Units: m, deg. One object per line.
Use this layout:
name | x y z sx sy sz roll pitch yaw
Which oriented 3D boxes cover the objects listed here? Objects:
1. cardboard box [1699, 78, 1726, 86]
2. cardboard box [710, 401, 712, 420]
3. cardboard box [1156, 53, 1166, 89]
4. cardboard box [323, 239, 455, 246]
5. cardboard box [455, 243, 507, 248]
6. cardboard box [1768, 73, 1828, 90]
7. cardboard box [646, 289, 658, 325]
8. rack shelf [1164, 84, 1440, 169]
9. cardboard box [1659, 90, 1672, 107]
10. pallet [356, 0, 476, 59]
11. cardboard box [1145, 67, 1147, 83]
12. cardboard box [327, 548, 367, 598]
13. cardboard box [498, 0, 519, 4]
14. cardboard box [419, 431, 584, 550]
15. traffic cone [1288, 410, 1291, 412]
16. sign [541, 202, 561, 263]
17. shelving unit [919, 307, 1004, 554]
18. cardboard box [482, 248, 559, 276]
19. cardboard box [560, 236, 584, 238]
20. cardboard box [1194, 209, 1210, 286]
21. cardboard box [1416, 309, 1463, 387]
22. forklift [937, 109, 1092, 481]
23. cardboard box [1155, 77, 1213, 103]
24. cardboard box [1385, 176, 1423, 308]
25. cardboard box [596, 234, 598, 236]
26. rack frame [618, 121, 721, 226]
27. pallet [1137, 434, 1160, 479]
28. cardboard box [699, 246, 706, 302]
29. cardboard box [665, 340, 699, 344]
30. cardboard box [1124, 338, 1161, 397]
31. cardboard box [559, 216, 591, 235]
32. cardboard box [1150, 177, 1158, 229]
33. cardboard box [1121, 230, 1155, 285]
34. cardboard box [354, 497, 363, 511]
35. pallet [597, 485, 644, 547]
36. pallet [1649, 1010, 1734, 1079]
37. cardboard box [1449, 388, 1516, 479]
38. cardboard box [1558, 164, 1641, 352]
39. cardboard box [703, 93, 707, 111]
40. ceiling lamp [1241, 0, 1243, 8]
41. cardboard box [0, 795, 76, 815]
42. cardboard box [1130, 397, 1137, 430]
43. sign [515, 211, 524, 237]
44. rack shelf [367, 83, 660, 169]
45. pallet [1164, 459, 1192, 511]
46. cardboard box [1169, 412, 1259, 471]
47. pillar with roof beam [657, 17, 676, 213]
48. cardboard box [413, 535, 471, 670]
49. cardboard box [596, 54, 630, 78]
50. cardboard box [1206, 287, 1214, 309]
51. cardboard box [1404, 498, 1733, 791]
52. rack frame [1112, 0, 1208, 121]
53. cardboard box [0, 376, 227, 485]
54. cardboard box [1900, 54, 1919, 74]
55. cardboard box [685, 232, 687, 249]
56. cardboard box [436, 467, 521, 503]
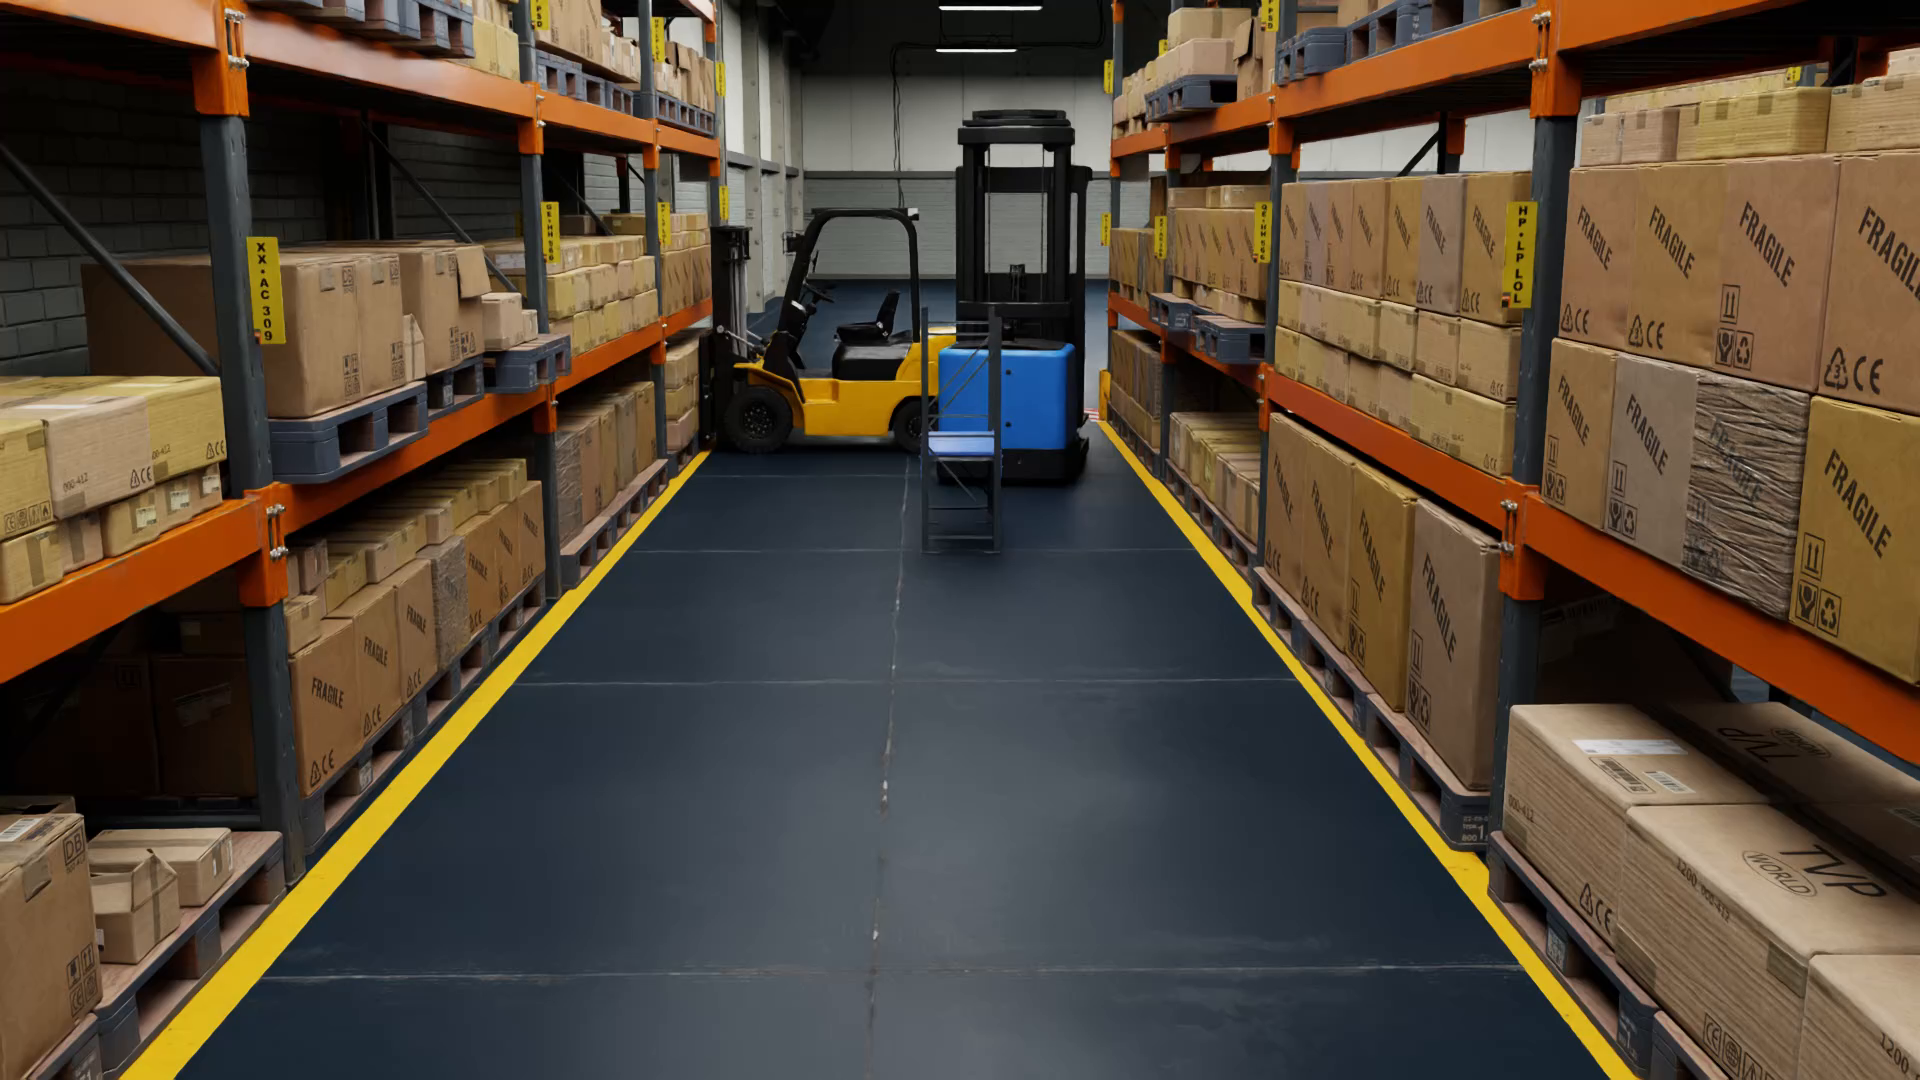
cardboard box | 6.778 -4.084 14.424 0.500 0.250 0.500 0 11 -2
cardboard box | -2.568 -1.189 15.234 0.500 0.250 0.500 0 11 1
cardboard box | 1.728 -3.435 12.221 0.500 0.250 0.500 -1 11 -3
cardboard box | -2.909 -1.286 8.545 0.500 0.500 0.500 0 11 2
cardboard box | -3.036 -1.769 10.350 0.380 0.149 0.250 0 11 -1
cardboard box | 6.736 -3.663 13.352 0.380 0.149 0.250 0 11 -1
cardboard box | -2.574 -1.756 12.549 0.500 0.250 0.500 0 11 0
rack shelf | 2.158 -2.670 10.941 1.077 0.370 4.000 0 11 -1
cardboard box | 6.693 -4.067 15.342 0.380 0.149 0.250 0 11 -2
pallet | -2.649 -2.053 6.561 1.213 0.211 1.003 0 11 -1
cardboard box | 1.797 -4.008 14.351 0.380 0.149 0.250 0 11 0
cardboard box | -2.541 0.130 6.473 0.380 0.149 0.250 0 11 -2
cardboard box | -2.461 -2.804 8.420 0.380 0.149 0.250 0 11 1
cardboard box | -2.763 -0.300 9.909 0.875 0.625 0.625 0 11 1
traffic cone | 3.332 -1.422 16.903 0.336 0.463 0.334 0 11 -1
sign | -2.221 -1.667 9.017 0.100 0.325 0.005 0 11 -1
shelving unit | -0.002 -0.752 10.994 0.538 1.500 1.048 0 11 -1
cardboard box | -2.476 -1.565 9.348 0.380 0.149 0.250 0 11 1
cardboard box | -3.053 -2.225 12.600 0.380 0.149 0.250 0 11 -2
cardboard box | 1.868 -1.956 11.102 0.500 0.500 0.500 -1 11 -3
cardboard box | 2.012 -0.717 6.170 0.500 0.250 0.500 0 11 0
forklift | 0.546 -2.150 14.285 1.130 2.935 3.031 2 12 8
cardboard box | 1.838 -3.579 13.243 0.500 0.250 0.500 0 11 -2
cardboard box | 2.012 -1.190 6.616 0.500 0.500 0.500 0 11 1
cardboard box | -3.150 -2.408 13.503 0.380 0.149 0.250 -1 11 -3
rack frame | -2.929 -2.724 16.942 1.000 3.000 0.127 0 11 -1
pallet | 2.067 -0.717 14.062 1.003 0.211 1.213 0 11 -1
cardboard box | -2.644 -2.471 15.445 0.500 0.500 0.500 0 11 -2
cardboard box | -2.568 -1.680 15.139 0.500 0.250 0.500 0 11 -2
cardboard box | 1.792 -1.601 15.380 0.500 0.500 0.500 0 11 0
cardboard box | -3.155 -2.504 13.226 0.380 0.149 0.250 0 11 -1
cardboard box | 2.263 -3.329 16.411 0.700 0.500 0.500 -1 11 -3
cardboard box | 1.792 -2.641 15.531 0.500 0.500 0.500 0 11 -2
cardboard box | -3.088 -0.171 7.958 0.380 0.149 0.250 -1 11 -4
pallet | -2.764 -0.173 11.381 1.003 0.211 1.213 0 11 -1
pallet | 2.247 1.401 3.621 1.003 0.211 1.213 0 11 -1
cardboard box | 2.020 -0.374 5.738 0.500 0.250 0.500 -1 11 -3
cardboard box | 2.049 -0.803 4.708 0.500 0.500 0.500 0 11 -1
cardboard box | -2.608 -4.162 15.812 0.380 0.149 0.250 -1 11 -3
ceiling lamp | 7.781 -13.628 40.919 2.000 3.185 0.800 0 11 -1
cardboard box | -2.903 0.905 4.758 0.500 0.311 0.500 0 11 1
cardboard box | 1.809 -1.132 14.953 0.500 0.250 0.500 0 11 0
sign | -3.401 -2.389 12.916 0.100 0.325 0.005 0 11 -1
rack shelf | -2.805 -2.649 10.837 1.077 0.370 4.000 0 11 -1
pallet | 2.134 -0.429 12.642 1.003 0.211 1.213 0 11 -1
cardboard box | 2.130 -0.764 12.833 0.950 0.372 0.625 0 11 0
pillar with roof beam | 0.365 -6.732 21.611 9.100 9.000 0.400 0 11 -1
cardboard box | -2.497 0.275 7.389 0.500 0.500 0.500 -1 11 -3
cardboard box | -2.520 -3.313 11.627 0.380 0.149 0.250 0 11 -1
cardboard box | 1.846 -1.610 11.024 0.380 0.149 0.250 -1 11 -3
cardboard box | 2.189 0.353 6.064 0.875 0.875 0.875 0 11 1
rack frame | 2.034 -5.685 16.450 1.000 3.000 0.127 0 11 -1
cardboard box | -2.426 -0.311 4.676 0.500 0.250 0.500 0 11 0
cardboard box | 6.832 -3.313 11.623 0.380 0.149 0.250 0 11 -1
cardboard box | -2.587 -2.615 14.521 0.380 0.149 0.250 -1 11 -3
cardboard box | -2.463 -0.281 8.500 0.380 0.149 0.250 -1 11 -4
